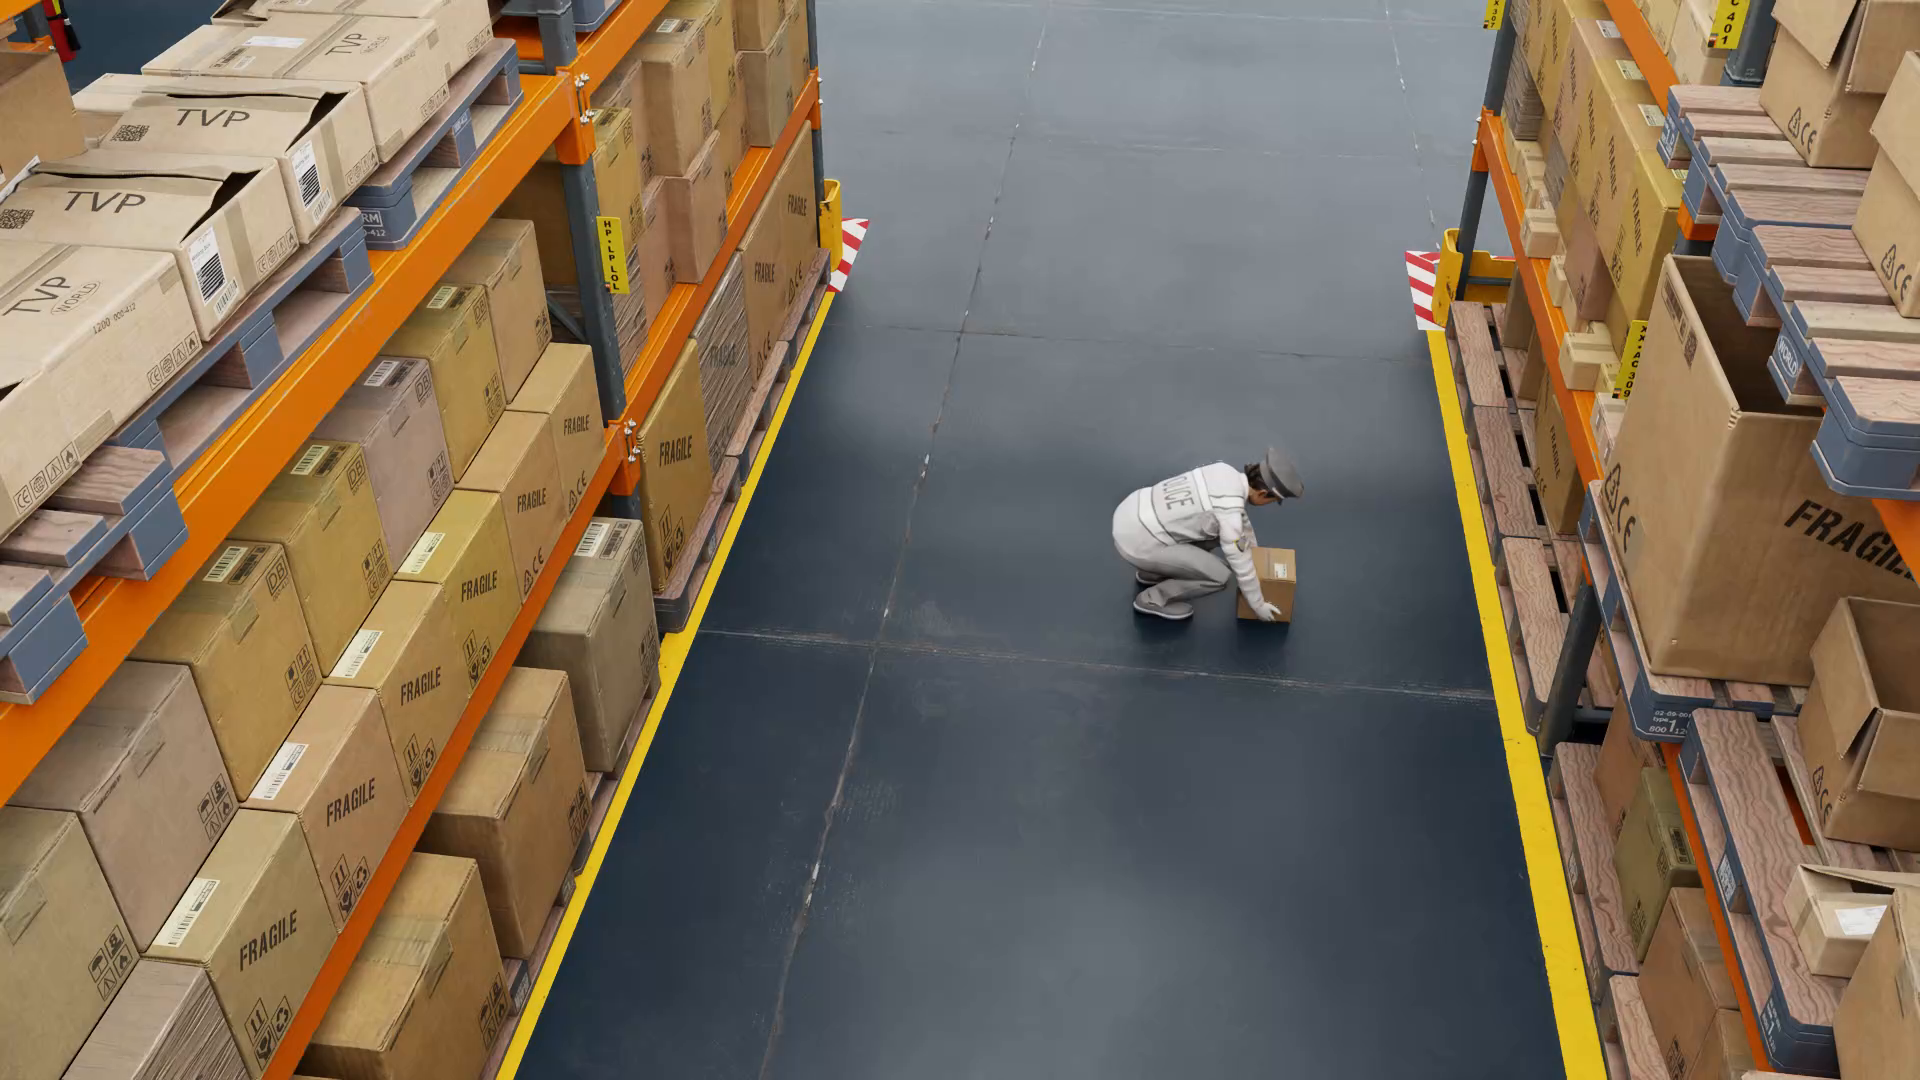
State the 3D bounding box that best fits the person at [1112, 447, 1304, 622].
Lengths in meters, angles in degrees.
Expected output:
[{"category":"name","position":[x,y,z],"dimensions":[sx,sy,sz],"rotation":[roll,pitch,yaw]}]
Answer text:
[{"category":"person","position":[1.151,-0.041,7.817],"dimensions":[0.863,0.850,0.477],"rotation":[4,37,6]}]
